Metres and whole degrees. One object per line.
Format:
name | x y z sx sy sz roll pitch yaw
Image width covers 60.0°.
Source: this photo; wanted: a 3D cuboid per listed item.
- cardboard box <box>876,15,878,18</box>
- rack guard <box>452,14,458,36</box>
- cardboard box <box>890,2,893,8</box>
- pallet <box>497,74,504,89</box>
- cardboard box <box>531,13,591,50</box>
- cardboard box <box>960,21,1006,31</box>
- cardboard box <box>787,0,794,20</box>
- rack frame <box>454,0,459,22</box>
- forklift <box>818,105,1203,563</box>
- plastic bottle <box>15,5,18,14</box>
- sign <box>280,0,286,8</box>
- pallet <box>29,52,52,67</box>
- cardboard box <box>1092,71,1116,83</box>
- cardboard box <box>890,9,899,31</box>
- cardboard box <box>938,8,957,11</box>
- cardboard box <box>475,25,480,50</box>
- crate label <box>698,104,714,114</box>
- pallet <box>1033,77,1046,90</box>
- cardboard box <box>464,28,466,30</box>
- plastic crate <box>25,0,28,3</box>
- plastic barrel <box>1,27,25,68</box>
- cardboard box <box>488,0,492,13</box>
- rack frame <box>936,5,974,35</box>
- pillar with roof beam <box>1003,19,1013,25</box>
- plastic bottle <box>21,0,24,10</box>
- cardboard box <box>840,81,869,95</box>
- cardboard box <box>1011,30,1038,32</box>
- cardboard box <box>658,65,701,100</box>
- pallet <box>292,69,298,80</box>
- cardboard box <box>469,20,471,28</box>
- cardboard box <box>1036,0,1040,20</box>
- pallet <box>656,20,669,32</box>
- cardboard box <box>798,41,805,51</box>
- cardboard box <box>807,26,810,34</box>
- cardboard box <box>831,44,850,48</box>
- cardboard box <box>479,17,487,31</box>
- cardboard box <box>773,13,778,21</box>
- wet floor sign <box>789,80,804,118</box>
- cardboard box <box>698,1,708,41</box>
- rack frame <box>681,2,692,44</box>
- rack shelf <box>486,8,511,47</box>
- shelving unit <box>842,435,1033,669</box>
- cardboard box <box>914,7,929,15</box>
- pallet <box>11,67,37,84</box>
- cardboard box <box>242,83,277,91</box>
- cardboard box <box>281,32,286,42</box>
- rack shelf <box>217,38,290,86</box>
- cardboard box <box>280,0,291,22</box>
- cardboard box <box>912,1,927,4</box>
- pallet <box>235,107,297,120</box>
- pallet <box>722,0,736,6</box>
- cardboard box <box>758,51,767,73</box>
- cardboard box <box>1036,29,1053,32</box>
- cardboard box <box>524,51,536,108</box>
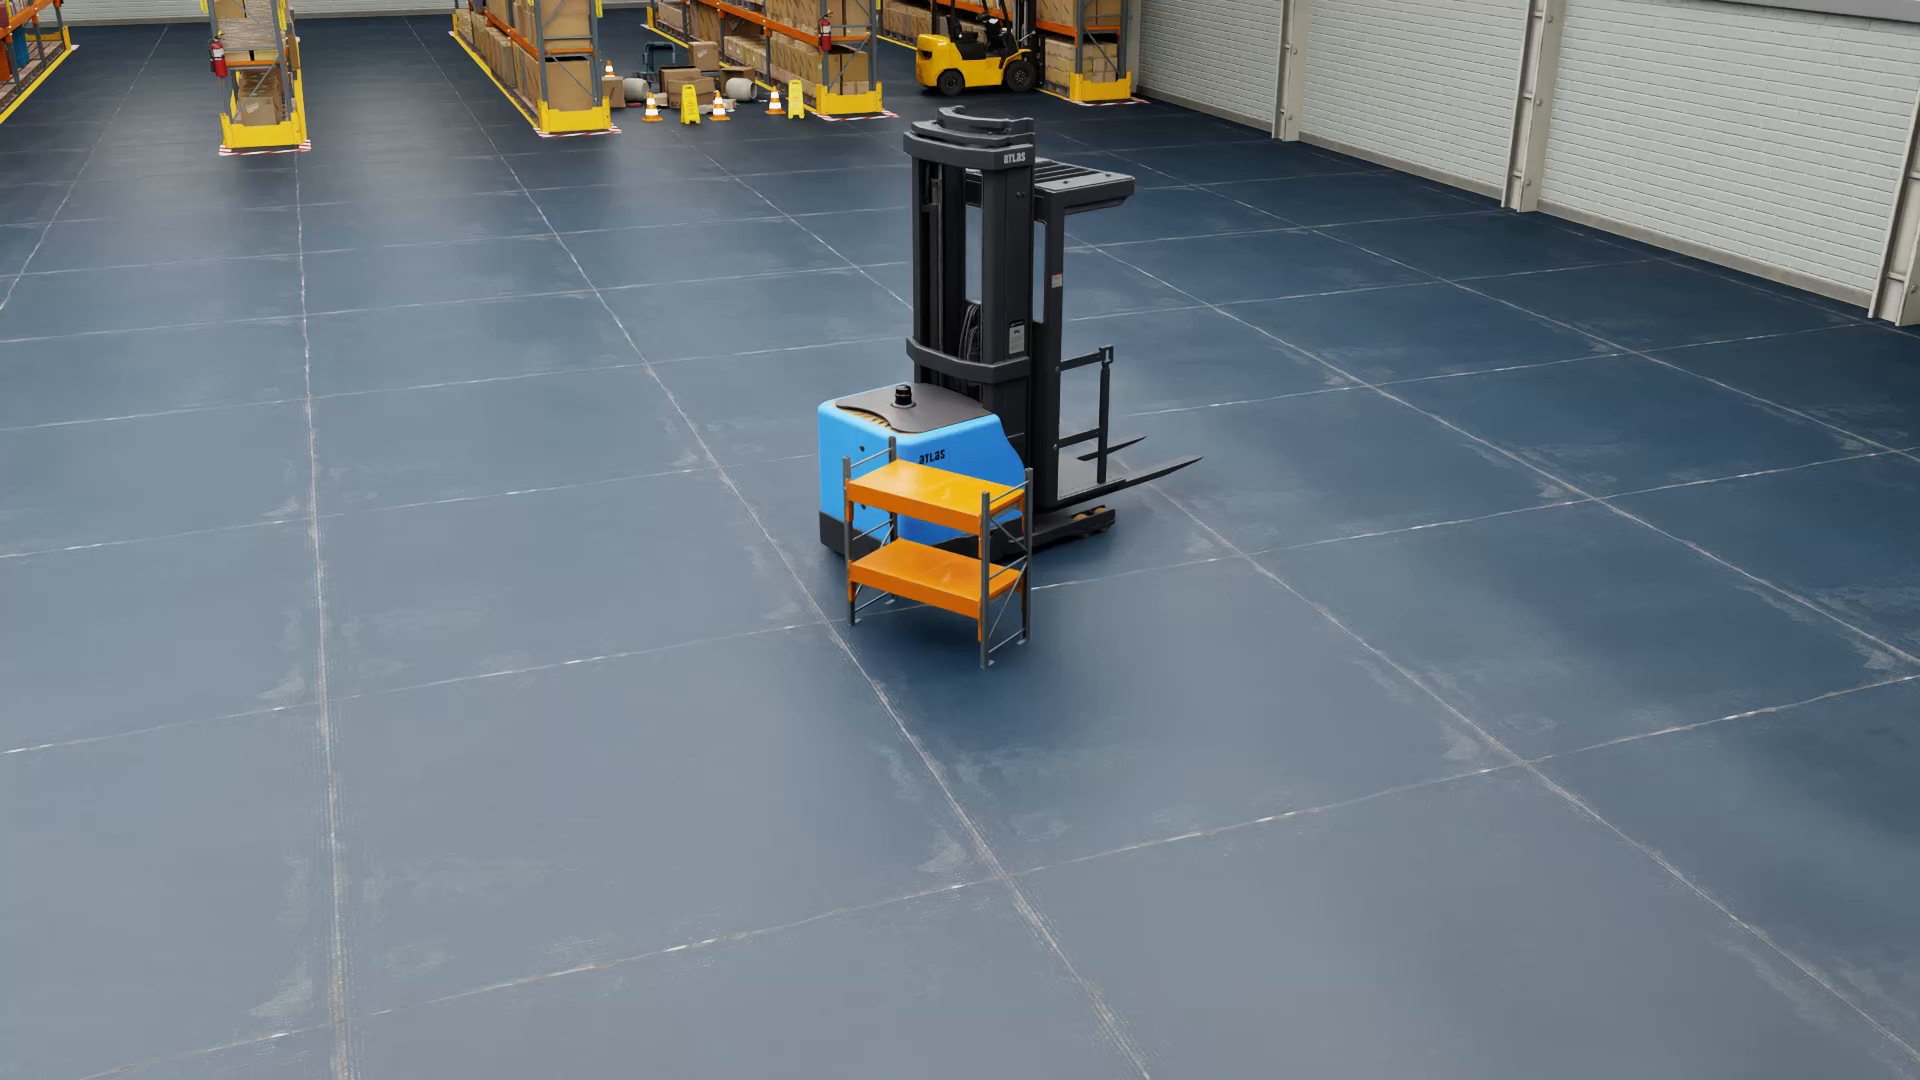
cardboard box | -2.171 -13.397 42.653 0.396 0.266 0.258 -7 24 -17
rack guard | -12.197 -13.047 42.062 1.175 0.500 0.348 -8 24 -19
cardboard box | -1.525 -13.255 41.180 0.380 0.149 0.250 -9 24 -20
pallet | -8.762 -9.296 33.533 1.003 0.211 1.213 -8 24 -19
cardboard box | -6.745 -8.611 28.125 0.875 0.550 0.550 -8 24 -19
cardboard box | 0.524 -11.108 36.760 0.875 0.625 0.625 -9 25 -21
cardboard box | -2.933 -10.023 31.157 0.500 0.500 0.500 -8 24 -18
rack frame | -12.224 -14.227 41.642 1.000 3.000 0.127 -8 24 -19
forklift | 0.483 -1.507 11.551 3.031 2.935 1.130 -18 29 -36
plastic bottle | -19.175 -10.772 33.701 0.097 0.201 0.097 0 23 0
sign | -12.155 -9.699 29.785 0.100 0.325 0.005 -8 24 -19
pallet | -20.416 -10.427 36.217 1.003 0.211 1.213 -8 24 -19
cardboard box | 2.676 -8.943 32.106 0.500 0.250 0.500 -8 24 -19
cardboard box | -1.415 -12.815 40.969 0.500 0.500 0.500 -9 24 -20
cardboard box | -0.293 -12.582 39.583 0.380 0.149 0.250 -10 25 -21
cardboard box | -10.609 -11.318 37.419 0.500 0.500 0.500 -7 24 -17
crate label | -4.589 -7.790 30.057 0.298 0.136 0.250 18 29 36
pallet | 1.930 -9.241 33.404 1.003 0.211 1.213 -8 24 -19
cardboard box | -11.779 -12.312 40.229 0.380 0.149 0.250 -8 24 -19
plastic crate | -20.151 -11.545 35.541 0.396 0.136 0.243 -8 24 -19
plastic barrel | -19.694 -10.219 34.295 0.600 0.901 0.708 -8 24 -19
cardboard box | -9.309 -10.982 33.814 0.500 0.500 0.500 -9 24 -19
rack frame | -0.160 -12.718 38.063 1.000 3.000 0.127 -8 24 -19
pillar with roof beam | -2.884 -14.542 34.666 9.100 9.000 0.400 -8 24 -19
plastic bottle | -19.549 -11.161 34.529 0.152 0.276 0.135 -8 24 -19
cardboard box | -2.002 -8.387 30.785 0.500 0.250 0.500 -9 24 -19
cardboard box | 1.302 -10.246 33.910 0.500 0.250 0.500 -8 24 -19
cardboard box | -5.303 -8.671 31.499 0.797 0.637 0.503 -8 24 -19
pallet | -14.281 -9.688 34.464 1.003 0.211 1.213 -8 24 -19
cardboard box | -11.307 -12.108 38.980 0.380 0.149 0.250 -8 24 -18
cardboard box | 1.703 -10.557 32.808 0.500 0.500 0.500 -8 24 -19
pallet | -7.273 -13.378 43.218 1.003 0.211 1.213 -8 24 -19
cardboard box | -2.781 -9.171 30.846 0.380 0.149 0.250 -8 24 -18
cardboard box | -2.572 -9.293 30.259 0.380 0.149 0.250 -9 24 -20
cardboard box | -2.370 -9.113 31.544 0.500 0.500 0.500 -8 24 -18
cardboard box | -10.238 -11.289 36.383 0.500 0.250 0.500 -8 24 -18
cardboard box | -3.440 -10.224 32.468 0.380 0.149 0.250 -8 24 -17
wet floor sign | -2.910 -7.828 29.493 0.267 0.644 0.232 0 23 -1
cardboard box | -5.595 -12.162 38.939 0.875 0.875 0.875 -8 24 -17
rack frame | -6.215 -13.489 39.892 1.000 3.000 0.127 -8 24 -19
rack shelf | -8.691 -10.262 33.161 1.077 0.370 4.000 -8 24 -19
shelving unit | -0.138 0.057 10.165 1.048 1.125 0.538 15 27 32
cardboard box | -0.888 -12.593 39.608 0.380 0.149 0.250 -9 24 -20
pallet | -19.452 -9.435 33.863 1.003 0.211 1.213 -8 24 -19
cardboard box | -11.899 -7.483 28.319 0.500 0.500 0.500 -6 24 -14
cardboard box | -12.005 -8.802 29.096 0.380 0.149 0.250 -8 24 -19
rack shelf | -11.954 -8.165 28.185 1.077 0.370 4.000 -8 24 -19
cardboard box | -12.810 -10.001 30.302 1.000 1.000 1.000 -8 24 -19
cardboard box | -0.982 -13.236 41.134 0.380 0.149 0.250 -8 24 -18
pallet | -11.955 -7.255 28.690 1.003 0.211 1.213 -8 24 -19
pallet | -4.451 -11.703 35.902 1.213 0.211 1.003 -8 24 -19
cardboard box | -3.577 -9.755 33.876 0.950 0.372 0.625 -8 24 -18
cardboard box | 1.801 -10.318 34.080 0.500 0.250 0.500 -9 24 -20
cardboard box | -7.185 -8.184 29.501 0.875 0.875 0.875 -9 24 -20
